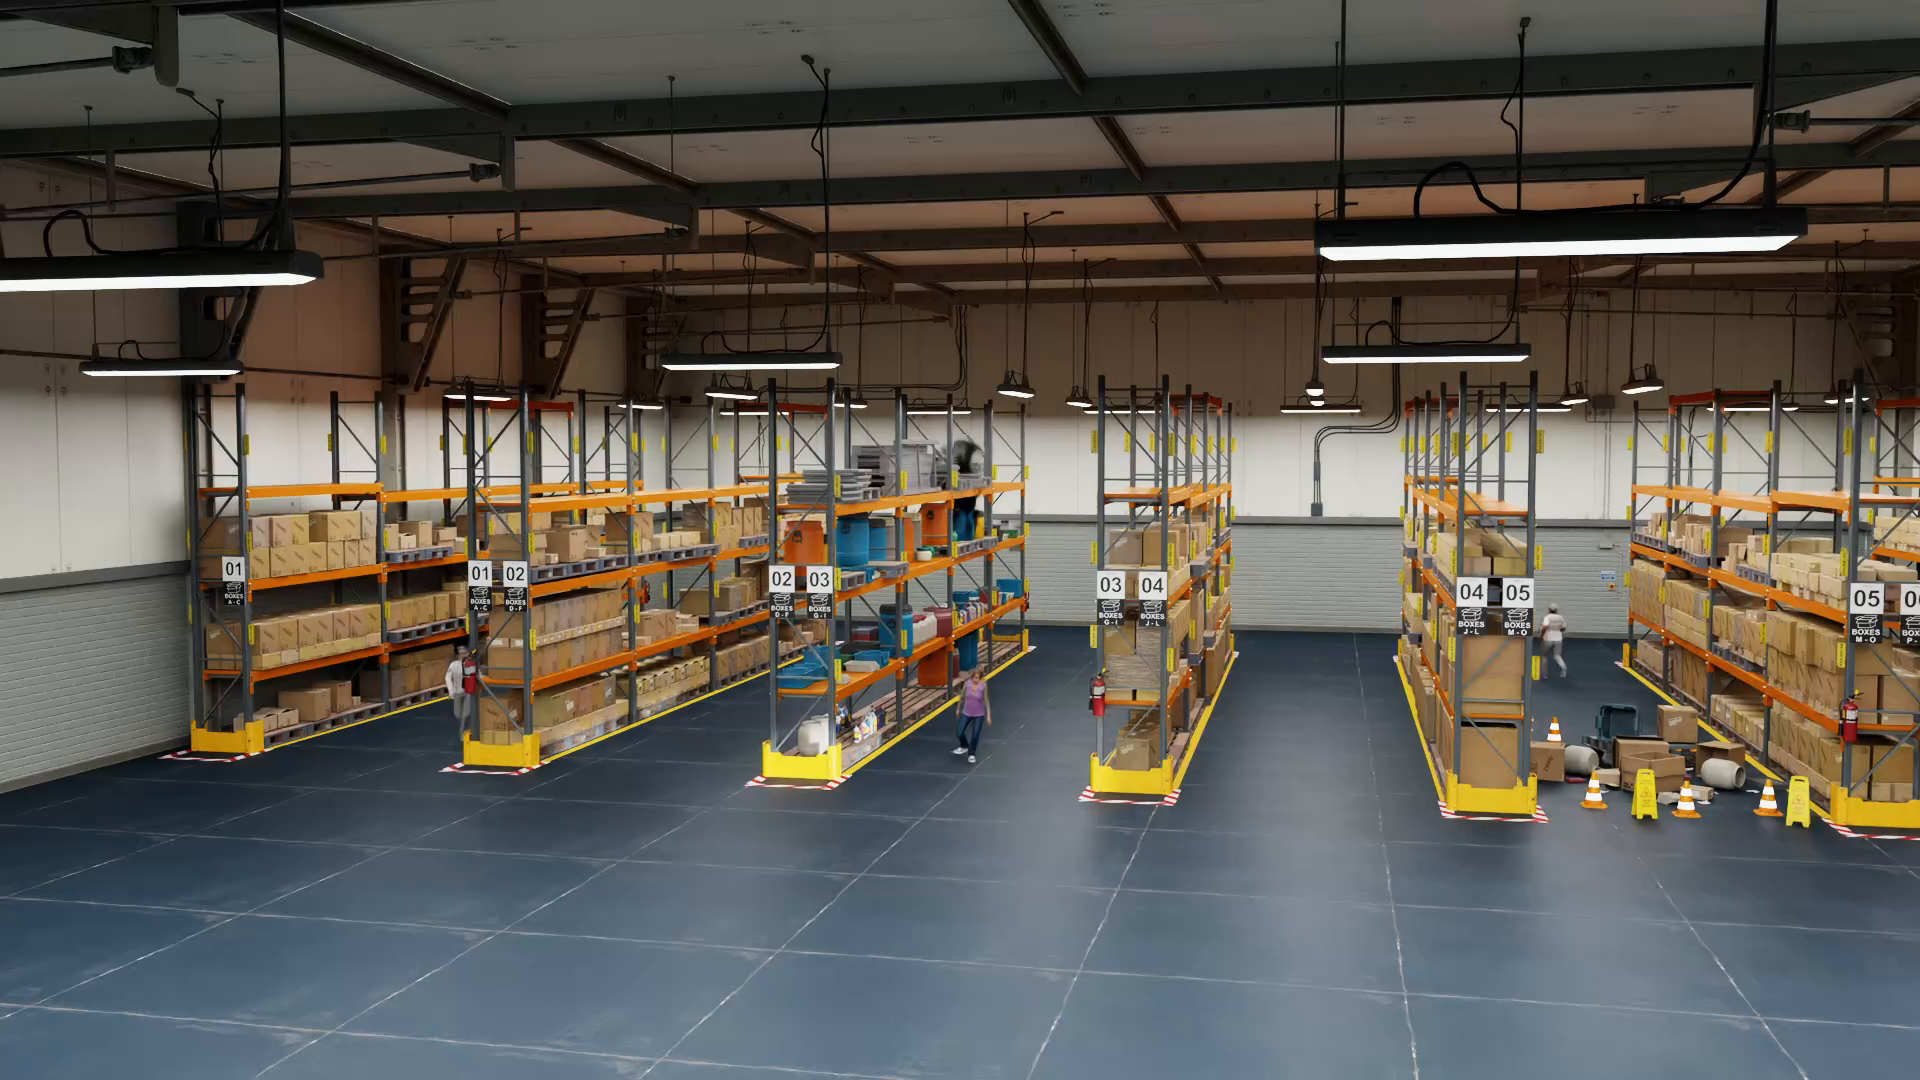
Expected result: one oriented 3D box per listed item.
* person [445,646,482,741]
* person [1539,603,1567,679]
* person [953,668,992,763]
[{"bbox_3d":[-8.402,2.582,28.235,0.616,1.633,0.521,0,3,-1],"label":"person"},{"bbox_3d":[12.585,2.157,35.328,0.606,1.633,0.861,0,3,-6],"label":"person"},{"bbox_3d":[0.191,2.741,26.159,0.685,1.518,0.609,1,3,12],"label":"person"}]
